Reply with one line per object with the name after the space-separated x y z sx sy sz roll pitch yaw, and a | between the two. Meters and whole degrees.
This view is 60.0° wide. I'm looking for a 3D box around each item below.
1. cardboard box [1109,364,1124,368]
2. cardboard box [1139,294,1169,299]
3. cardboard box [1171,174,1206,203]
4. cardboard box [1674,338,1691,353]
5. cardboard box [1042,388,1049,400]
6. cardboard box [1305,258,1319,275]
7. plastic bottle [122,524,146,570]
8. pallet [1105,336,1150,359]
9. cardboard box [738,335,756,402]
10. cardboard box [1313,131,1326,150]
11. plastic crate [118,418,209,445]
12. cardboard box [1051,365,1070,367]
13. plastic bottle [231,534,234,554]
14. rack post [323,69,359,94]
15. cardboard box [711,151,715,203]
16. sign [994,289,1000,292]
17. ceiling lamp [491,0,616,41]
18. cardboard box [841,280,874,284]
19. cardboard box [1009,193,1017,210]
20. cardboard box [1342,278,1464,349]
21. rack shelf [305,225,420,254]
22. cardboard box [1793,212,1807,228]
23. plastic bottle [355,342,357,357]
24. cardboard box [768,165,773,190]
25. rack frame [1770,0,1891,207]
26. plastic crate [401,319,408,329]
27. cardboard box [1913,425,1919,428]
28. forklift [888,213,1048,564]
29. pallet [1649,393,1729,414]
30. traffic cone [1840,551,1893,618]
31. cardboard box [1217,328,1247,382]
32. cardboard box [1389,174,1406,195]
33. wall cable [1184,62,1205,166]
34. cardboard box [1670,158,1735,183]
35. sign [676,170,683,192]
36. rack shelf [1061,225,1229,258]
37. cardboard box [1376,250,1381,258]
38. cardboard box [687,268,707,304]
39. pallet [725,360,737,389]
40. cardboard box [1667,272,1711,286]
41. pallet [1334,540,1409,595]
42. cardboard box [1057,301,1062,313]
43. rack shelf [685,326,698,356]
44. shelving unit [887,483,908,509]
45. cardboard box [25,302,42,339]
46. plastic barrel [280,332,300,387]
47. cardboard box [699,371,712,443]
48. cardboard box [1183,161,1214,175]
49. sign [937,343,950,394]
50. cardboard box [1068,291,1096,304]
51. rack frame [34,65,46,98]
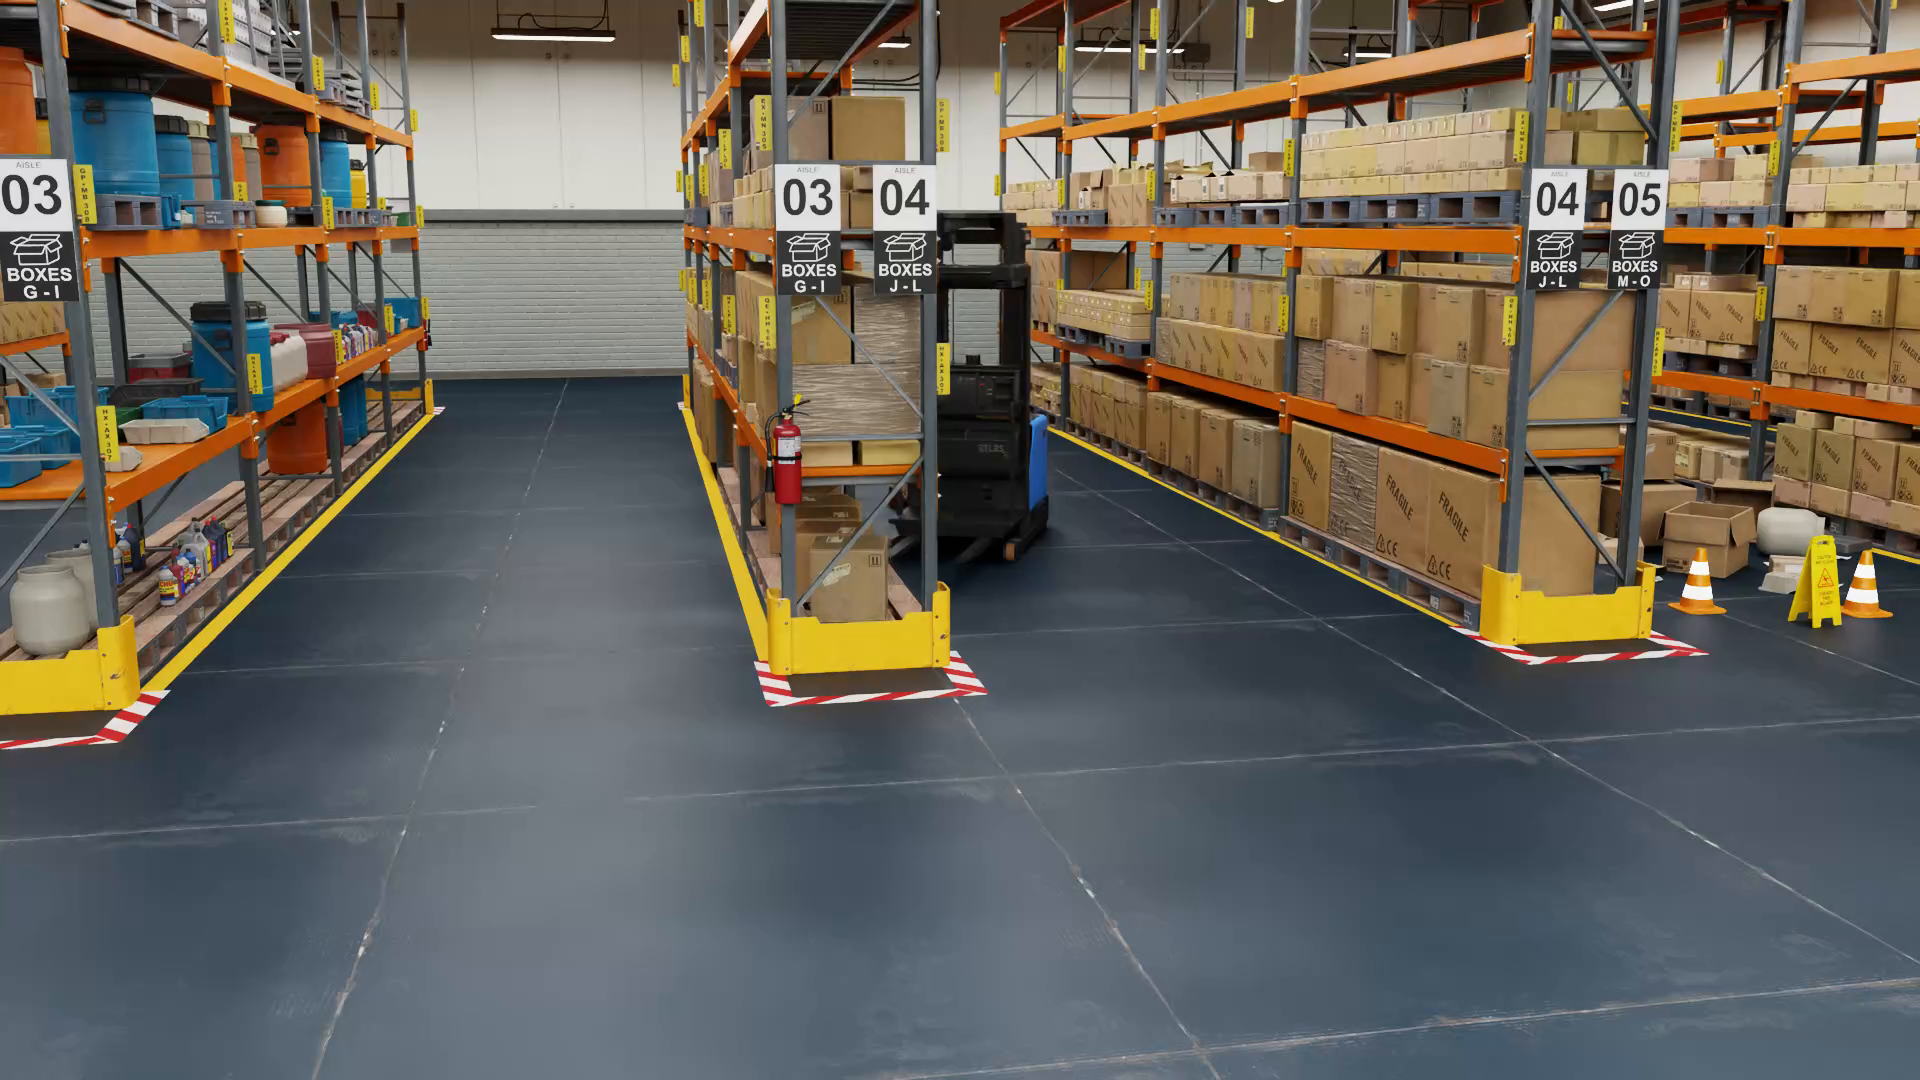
2.297 -2.226 22.428 0.500 0.250 0.500 -2 11 -13 | cardboard box
2.480 -3.027 21.037 0.380 0.149 0.250 -2 11 -12 | cardboard box
2.607 -3.818 18.058 0.500 0.311 0.500 -2 11 -11 | cardboard box
7.753 -2.047 17.478 0.380 0.149 0.250 -2 11 -11 | cardboard box
1.397 -2.103 23.928 0.380 0.149 0.250 -3 11 -13 | cardboard box
5.883 -4.287 26.754 0.500 0.500 0.500 -2 11 -13 | cardboard box
-6.392 0.045 12.844 0.144 0.351 0.185 -2 11 -11 | plastic bottle
2.439 -2.306 19.803 1.213 0.211 1.003 -2 11 -11 | pallet
-1.335 -1.395 13.443 0.875 0.500 0.500 -2 11 -11 | cardboard box
3.248 -3.411 14.222 0.380 0.149 0.250 -2 11 -11 | cardboard box
-5.719 -0.780 11.976 0.530 0.136 0.437 -2 11 -11 | plastic crate
1.645 -2.660 26.059 0.380 0.149 0.250 -2 11 -12 | cardboard box
-5.907 0.016 13.398 0.097 0.201 0.097 0 11 0 | plastic bottle
-7.706 -5.419 19.805 0.937 0.300 0.954 -2 11 -12 | rack post
-2.269 -3.691 16.940 0.500 0.500 0.500 -2 11 -11 | cardboard box
0.594 -4.146 26.642 0.100 0.325 0.005 -2 11 -11 | sign
-6.669 -9.797 26.991 2.000 3.185 0.800 -2 11 -11 | ceiling lamp
-0.577 -1.533 11.494 0.500 0.500 0.500 -2 11 -11 | cardboard box
1.059 -5.200 25.539 0.500 0.250 0.500 -2 11 -12 | cardboard box
3.689 -1.874 13.732 0.875 0.550 0.550 -2 11 -11 | cardboard box
-8.228 -4.152 22.890 1.077 0.370 4.000 -2 11 -11 | rack shelf
8.114 -3.022 15.699 0.380 0.149 0.250 -2 11 -12 | cardboard box
-7.156 -2.260 19.579 0.097 0.201 0.097 0 11 0 | plastic bottle
-1.007 -2.280 10.463 0.380 0.149 0.250 -2 11 -11 | cardboard box
8.296 -4.685 15.746 1.000 3.000 0.127 -2 11 -11 | rack frame
-8.281 -3.156 24.298 0.396 0.136 0.243 -2 11 -11 | plastic crate
12.494 -1.578 20.693 0.875 0.625 0.625 -2 11 -9 | cardboard box
0.018 -1.330 14.348 1.130 2.935 3.031 2 11 12 | forklift
11.476 -2.143 25.891 1.003 0.211 1.213 -2 11 -11 | pallet
6.702 0.312 12.318 0.336 0.463 0.334 -2 11 -11 | traffic cone
2.900 -1.860 16.680 0.500 0.500 0.500 -2 11 -10 | cardboard box
3.545 -2.740 12.829 0.380 0.149 0.250 -2 11 -10 | cardboard box
4.579 -7.919 32.737 0.463 3.000 0.029 -2 11 -11 | wall cable
7.838 -3.878 17.468 0.500 0.250 0.500 -2 11 -10 | cardboard box
-4.304 -5.502 25.507 0.100 0.325 0.005 -2 11 -11 | sign
2.293 -3.760 20.832 1.077 0.370 4.000 -2 11 -11 | rack shelf
6.384 -4.208 24.605 0.380 0.149 0.250 -2 11 -11 | cardboard box
-3.726 -3.735 24.399 0.500 0.500 0.500 -2 11 -13 | cardboard box
-1.778 -1.656 16.386 1.003 0.211 1.213 -2 11 -11 | pallet
8.113 -2.902 18.502 0.380 0.149 0.250 -3 11 -14 | cardboard box
3.772 0.197 13.599 1.003 0.211 1.213 -2 11 -11 | pallet
1.530 -3.147 22.462 0.380 0.149 0.250 -2 11 -10 | cardboard box
-3.370 -2.859 24.117 1.077 0.370 4.000 -2 11 -11 | rack shelf
-0.526 -0.411 16.829 0.258 0.189 1.200 -3 11 -14 | shelving unit
-12.927 -3.009 22.718 0.500 0.500 0.500 -2 11 -11 | cardboard box
-6.570 -1.728 15.955 0.421 0.512 0.421 0 11 0 | plastic barrel
-2.482 -1.565 19.957 1.225 0.875 0.875 -2 11 -11 | cardboard box
2.774 -4.351 19.696 0.396 0.266 0.258 -2 11 -11 | cardboard box
-0.115 -1.089 10.582 0.100 0.325 0.005 -2 11 -11 | sign
1.637 -3.195 21.919 0.380 0.149 0.250 -2 11 -11 | cardboard box
-13.477 -6.166 23.527 1.000 3.000 0.127 -2 11 -11 | rack frame
